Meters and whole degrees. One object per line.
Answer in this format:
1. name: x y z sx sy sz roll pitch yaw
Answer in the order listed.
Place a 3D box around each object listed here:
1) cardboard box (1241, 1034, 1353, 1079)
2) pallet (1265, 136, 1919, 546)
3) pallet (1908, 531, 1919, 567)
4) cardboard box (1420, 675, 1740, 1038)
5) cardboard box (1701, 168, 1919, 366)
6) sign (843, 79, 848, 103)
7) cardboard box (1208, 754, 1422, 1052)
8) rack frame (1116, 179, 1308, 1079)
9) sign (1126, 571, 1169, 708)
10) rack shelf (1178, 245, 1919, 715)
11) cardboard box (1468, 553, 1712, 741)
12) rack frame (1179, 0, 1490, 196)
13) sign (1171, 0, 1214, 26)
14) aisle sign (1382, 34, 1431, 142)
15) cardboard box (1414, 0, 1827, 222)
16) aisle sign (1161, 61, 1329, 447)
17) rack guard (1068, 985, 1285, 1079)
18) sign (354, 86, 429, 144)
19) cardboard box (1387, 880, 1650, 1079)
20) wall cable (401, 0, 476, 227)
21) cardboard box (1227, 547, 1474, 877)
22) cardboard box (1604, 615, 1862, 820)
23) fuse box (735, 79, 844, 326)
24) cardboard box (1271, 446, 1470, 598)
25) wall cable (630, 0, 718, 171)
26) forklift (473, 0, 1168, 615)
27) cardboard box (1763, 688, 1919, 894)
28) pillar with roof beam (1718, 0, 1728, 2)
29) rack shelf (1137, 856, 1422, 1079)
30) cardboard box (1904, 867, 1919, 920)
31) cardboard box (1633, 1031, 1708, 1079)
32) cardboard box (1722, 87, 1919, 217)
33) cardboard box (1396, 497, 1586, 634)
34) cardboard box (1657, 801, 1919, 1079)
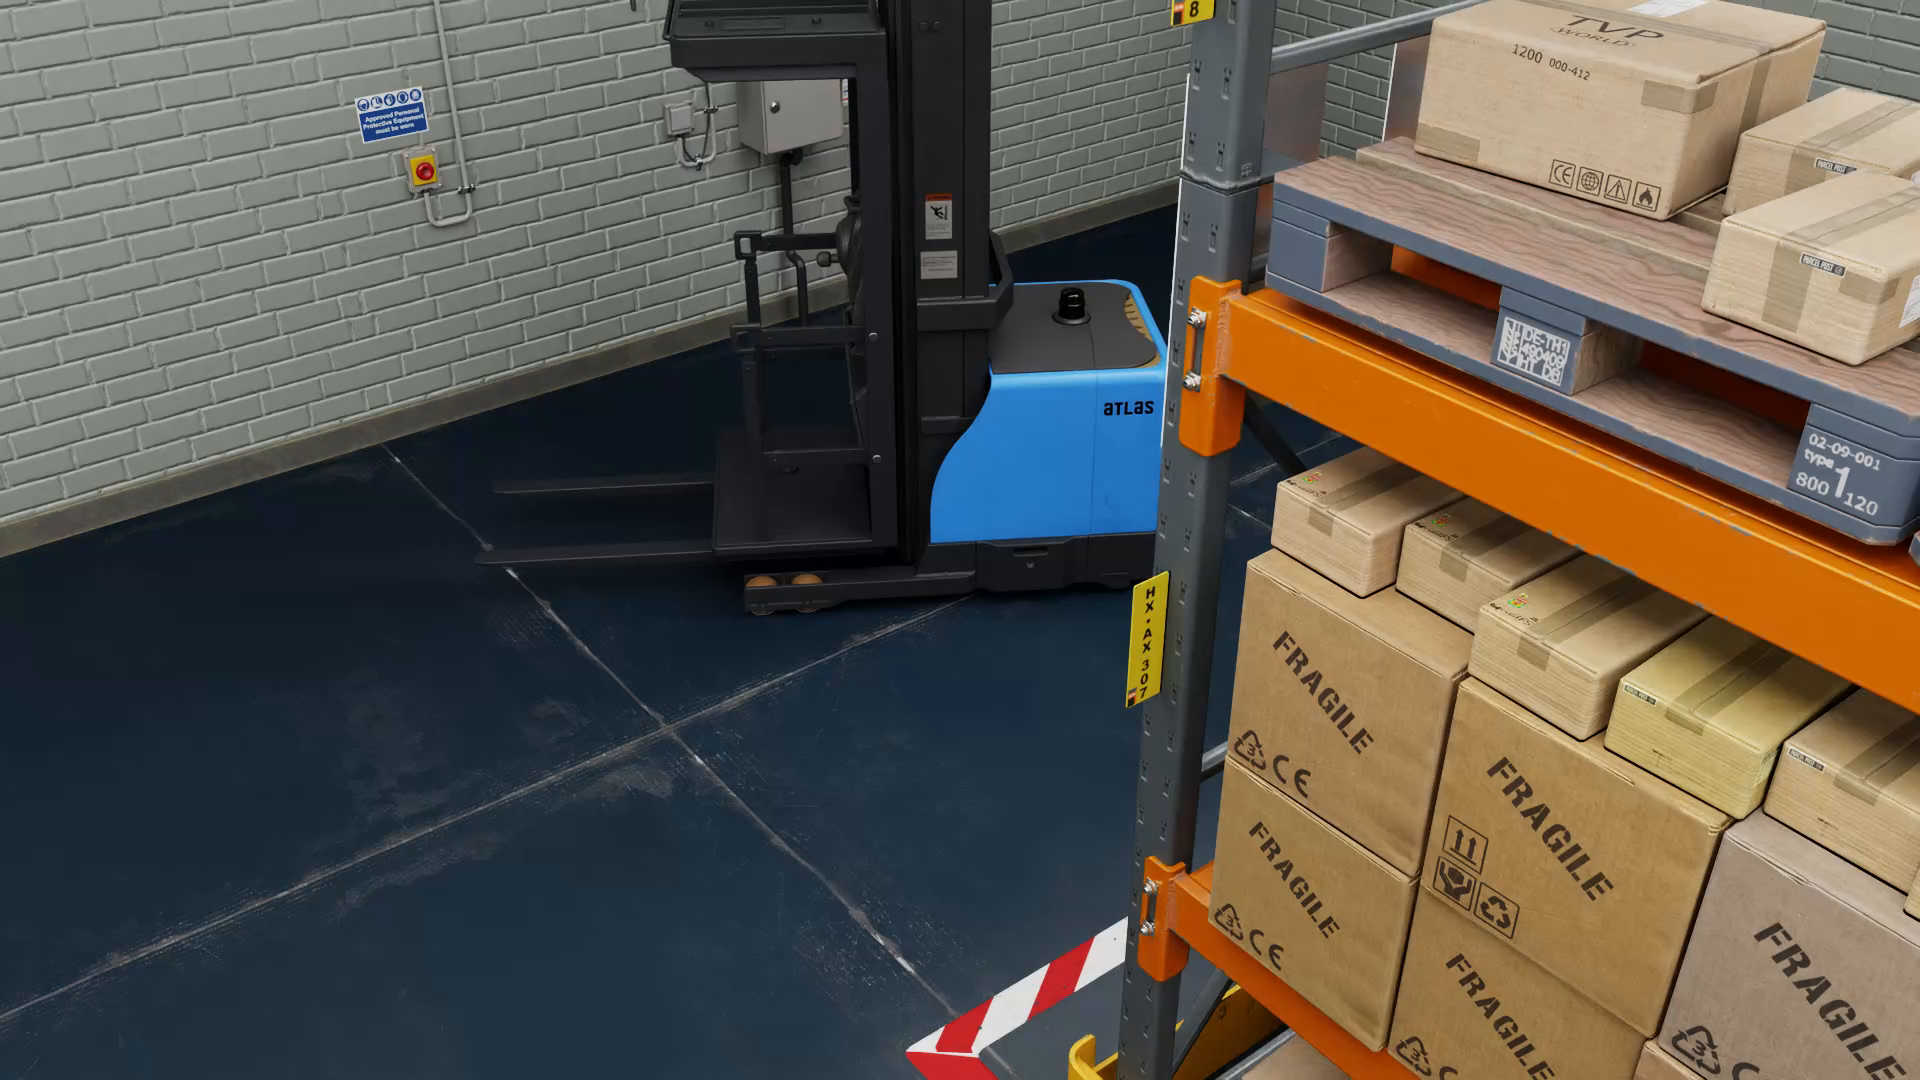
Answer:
1. cardboard box: 1.337 1.599 4.364 0.875 0.438 0.875 -24 39 -33
2. pallet: 1.316 -0.485 2.929 1.003 0.211 1.213 -22 38 -31
3. pallet: 2.069 0.024 2.110 1.003 0.211 1.213 -22 38 -31
4. cardboard box: 1.245 0.484 3.085 0.500 0.500 0.500 -23 39 -33
5. cardboard box: 1.339 -0.415 2.477 0.380 0.149 0.250 -21 37 -30
6. sign: -0.611 -2.721 9.378 0.329 0.494 0.001 -22 38 -31
7. cardboard box: 0.921 0.696 3.691 0.500 0.500 0.500 -23 38 -32
8. rack frame: 0.853 0.446 4.189 1.000 3.000 0.127 -22 38 -31
9. sign: 0.411 0.221 3.655 0.100 0.325 0.005 -22 38 -31
10. rack shelf: 2.080 0.311 2.245 1.077 0.370 4.000 -22 38 -31
11. cardboard box: 1.138 0.172 2.972 0.380 0.149 0.250 -21 38 -30
12. rack frame: 0.853 -2.103 2.606 1.000 3.000 0.127 -22 38 -31
13. sign: 0.411 -1.056 2.861 0.100 0.325 0.005 -22 38 -31
14. aisle sign: 1.054 -0.789 3.713 0.394 0.787 0.004 -22 38 -31
15. cardboard box: 1.200 -0.827 3.045 0.500 0.250 0.500 -26 40 -36
16. aisle sign: 0.580 -0.595 3.400 0.394 0.787 0.004 -22 38 -31
17. rack guard: 0.839 1.498 4.865 1.175 0.500 0.348 -22 38 -31
18. sign: -2.699 -2.021 7.905 0.327 0.218 0.001 -22 38 -31
19. cardboard box: 1.253 0.898 3.366 0.500 0.500 0.500 -23 38 -32
20. wall cable: -2.623 -2.342 7.684 0.585 1.953 0.123 -22 38 -31
21. cardboard box: 0.923 0.271 3.428 0.500 0.500 0.500 -23 39 -32
22. cardboard box: 1.314 0.276 2.805 0.380 0.149 0.250 -24 39 -33
23. fuse box: -0.874 -1.968 9.297 0.539 1.711 0.414 -22 38 -31
24. cardboard box: 0.852 -0.059 3.345 0.380 0.149 0.250 -21 38 -30
25. wall cable: -1.510 -2.792 8.439 0.588 1.984 0.122 -22 38 -31
26. forklift: -0.627 -1.212 6.924 3.031 2.935 1.130 -3 32 -5
27. cardboard box: 1.516 0.368 2.657 0.380 0.149 0.250 -22 38 -31
28. pillar with roof beam: 0.430 -3.733 5.231 9.100 9.000 0.400 -22 38 -31
29. rack shelf: 2.080 1.585 3.037 1.077 0.370 4.000 -22 38 -31
30. cardboard box: 1.636 0.486 2.467 0.380 0.149 0.250 -22 38 -31
31. cardboard box: 1.551 1.116 3.016 0.500 0.500 0.500 -23 38 -32
32. cardboard box: 1.521 -0.635 2.832 0.380 0.149 0.250 -26 40 -35
33. cardboard box: 1.069 0.027 3.207 0.380 0.149 0.250 -21 38 -30
34. cardboard box: 1.567 0.696 2.744 0.500 0.500 0.500 -23 38 -32
